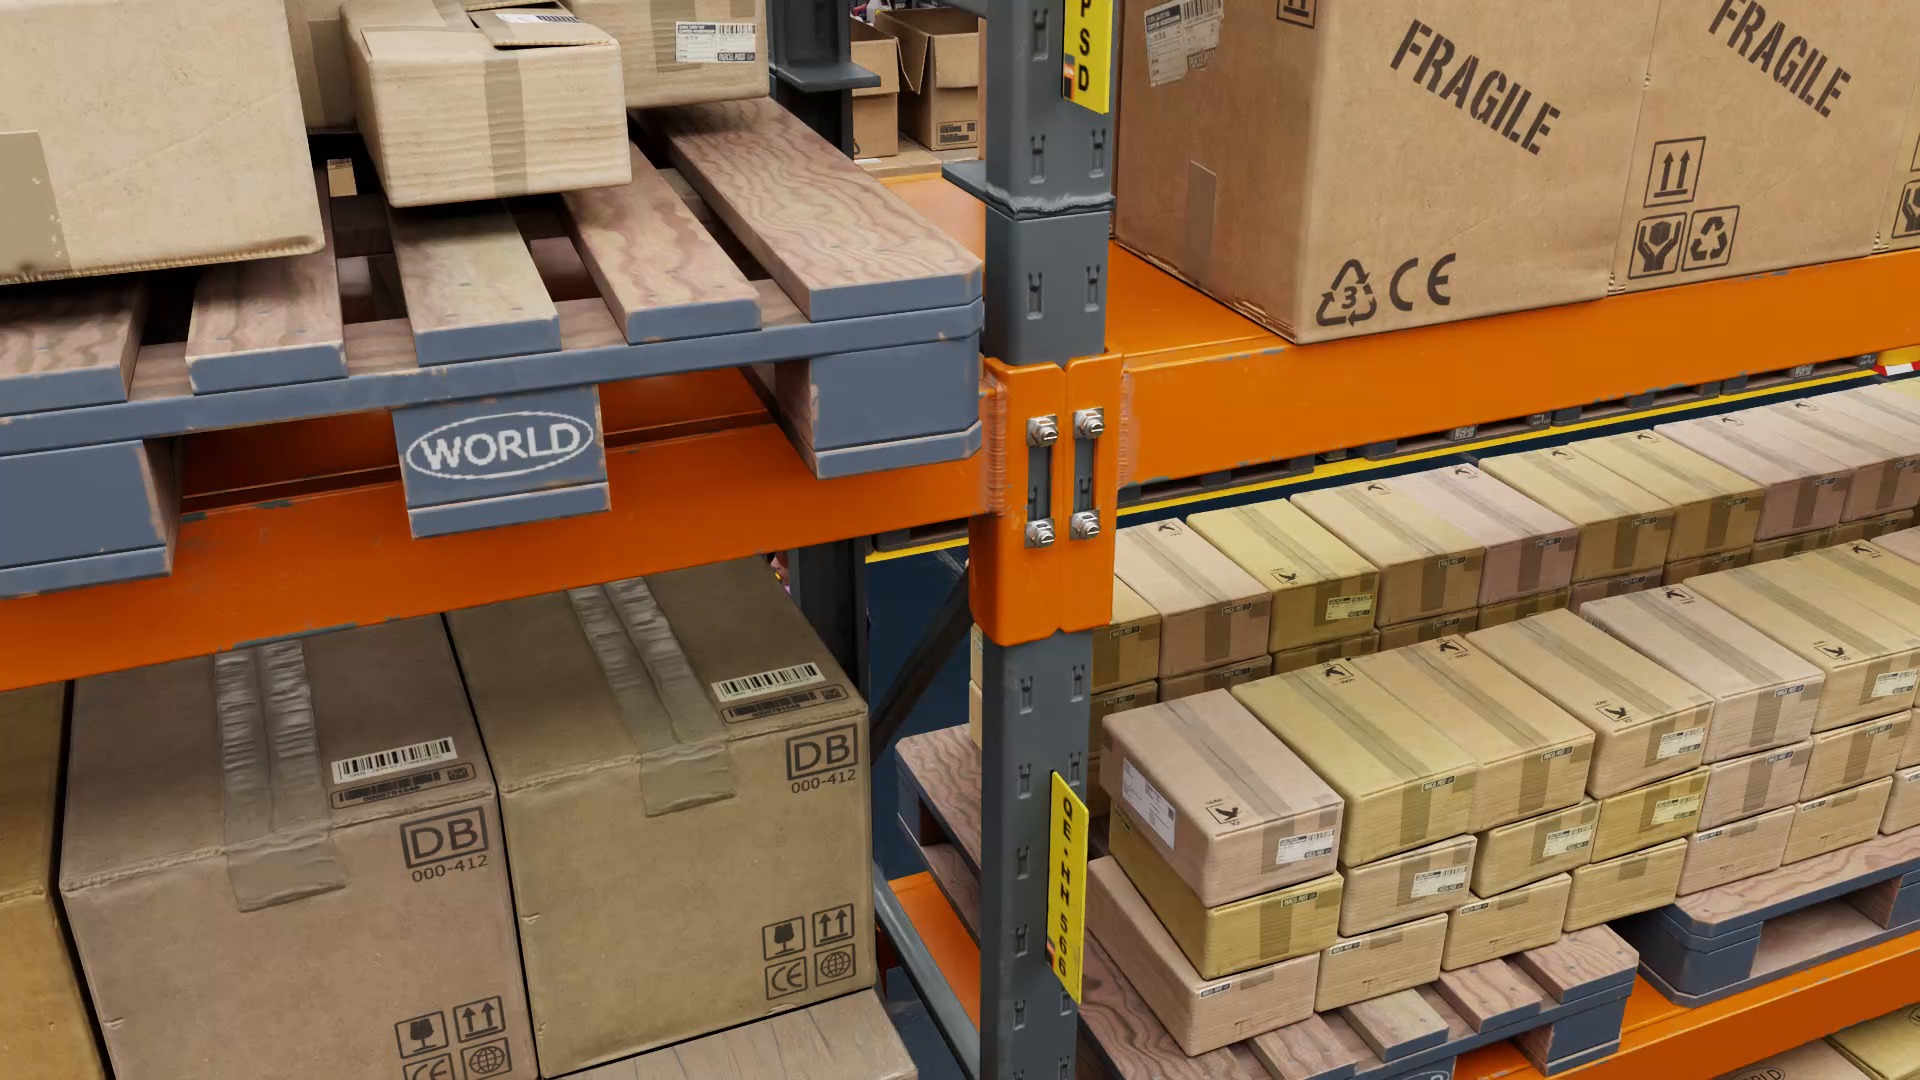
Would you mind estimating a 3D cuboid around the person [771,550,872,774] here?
[{"bbox_3d":[-0.425,0.669,4.826,0.370,1.635,0.453,-14,30,-27],"label":"person"}]
